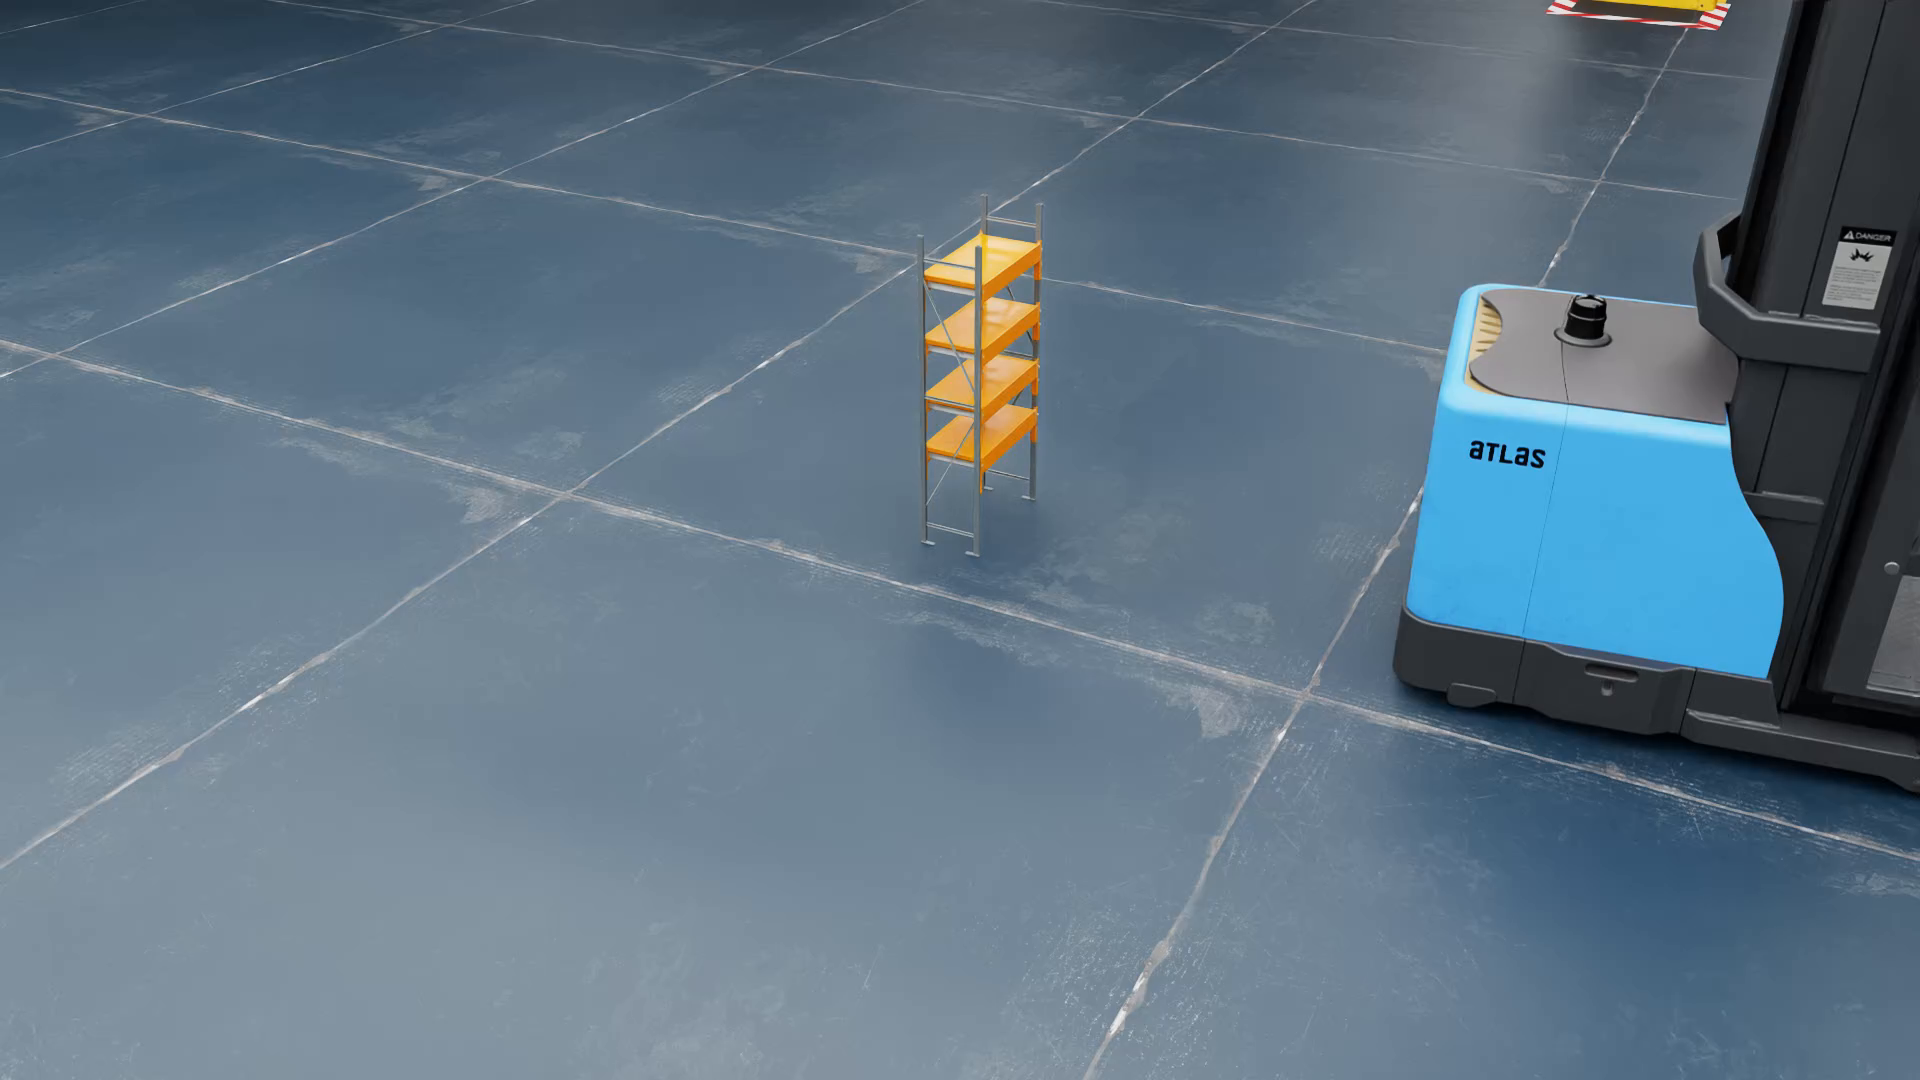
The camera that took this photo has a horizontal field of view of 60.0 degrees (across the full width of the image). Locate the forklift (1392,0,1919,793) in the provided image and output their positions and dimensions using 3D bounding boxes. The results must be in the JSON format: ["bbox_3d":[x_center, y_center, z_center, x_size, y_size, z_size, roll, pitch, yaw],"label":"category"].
[{"bbox_3d":[2.974,-0.758,4.627,3.031,2.935,1.130,10,31,16],"label":"forklift"}]

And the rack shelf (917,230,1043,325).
[{"bbox_3d":[0.075,-0.934,5.883,0.258,0.148,0.480,14,33,23],"label":"rack shelf"}]

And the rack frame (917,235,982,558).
[{"bbox_3d":[-0.036,-0.486,5.891,0.240,1.200,0.015,14,33,23],"label":"rack frame"}]

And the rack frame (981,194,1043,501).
[{"bbox_3d":[0.187,-0.702,6.267,0.240,1.200,0.015,14,33,23],"label":"rack frame"}]

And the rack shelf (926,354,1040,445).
[{"bbox_3d":[0.075,-0.535,6.112,0.258,0.148,0.480,14,33,23],"label":"rack shelf"}]

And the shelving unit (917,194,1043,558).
[{"bbox_3d":[0.075,-0.594,6.079,0.258,1.200,0.503,14,33,23],"label":"shelving unit"}]

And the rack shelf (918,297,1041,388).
[{"bbox_3d":[0.075,-0.729,6.001,0.258,0.148,0.480,14,33,23],"label":"rack shelf"}]

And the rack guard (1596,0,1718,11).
[{"bbox_3d":[5.890,-4.866,14.222,1.175,0.500,0.348,14,33,23],"label":"rack guard"}]

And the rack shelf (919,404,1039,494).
[{"bbox_3d":[0.075,-0.363,6.211,0.258,0.148,0.480,14,33,23],"label":"rack shelf"}]
